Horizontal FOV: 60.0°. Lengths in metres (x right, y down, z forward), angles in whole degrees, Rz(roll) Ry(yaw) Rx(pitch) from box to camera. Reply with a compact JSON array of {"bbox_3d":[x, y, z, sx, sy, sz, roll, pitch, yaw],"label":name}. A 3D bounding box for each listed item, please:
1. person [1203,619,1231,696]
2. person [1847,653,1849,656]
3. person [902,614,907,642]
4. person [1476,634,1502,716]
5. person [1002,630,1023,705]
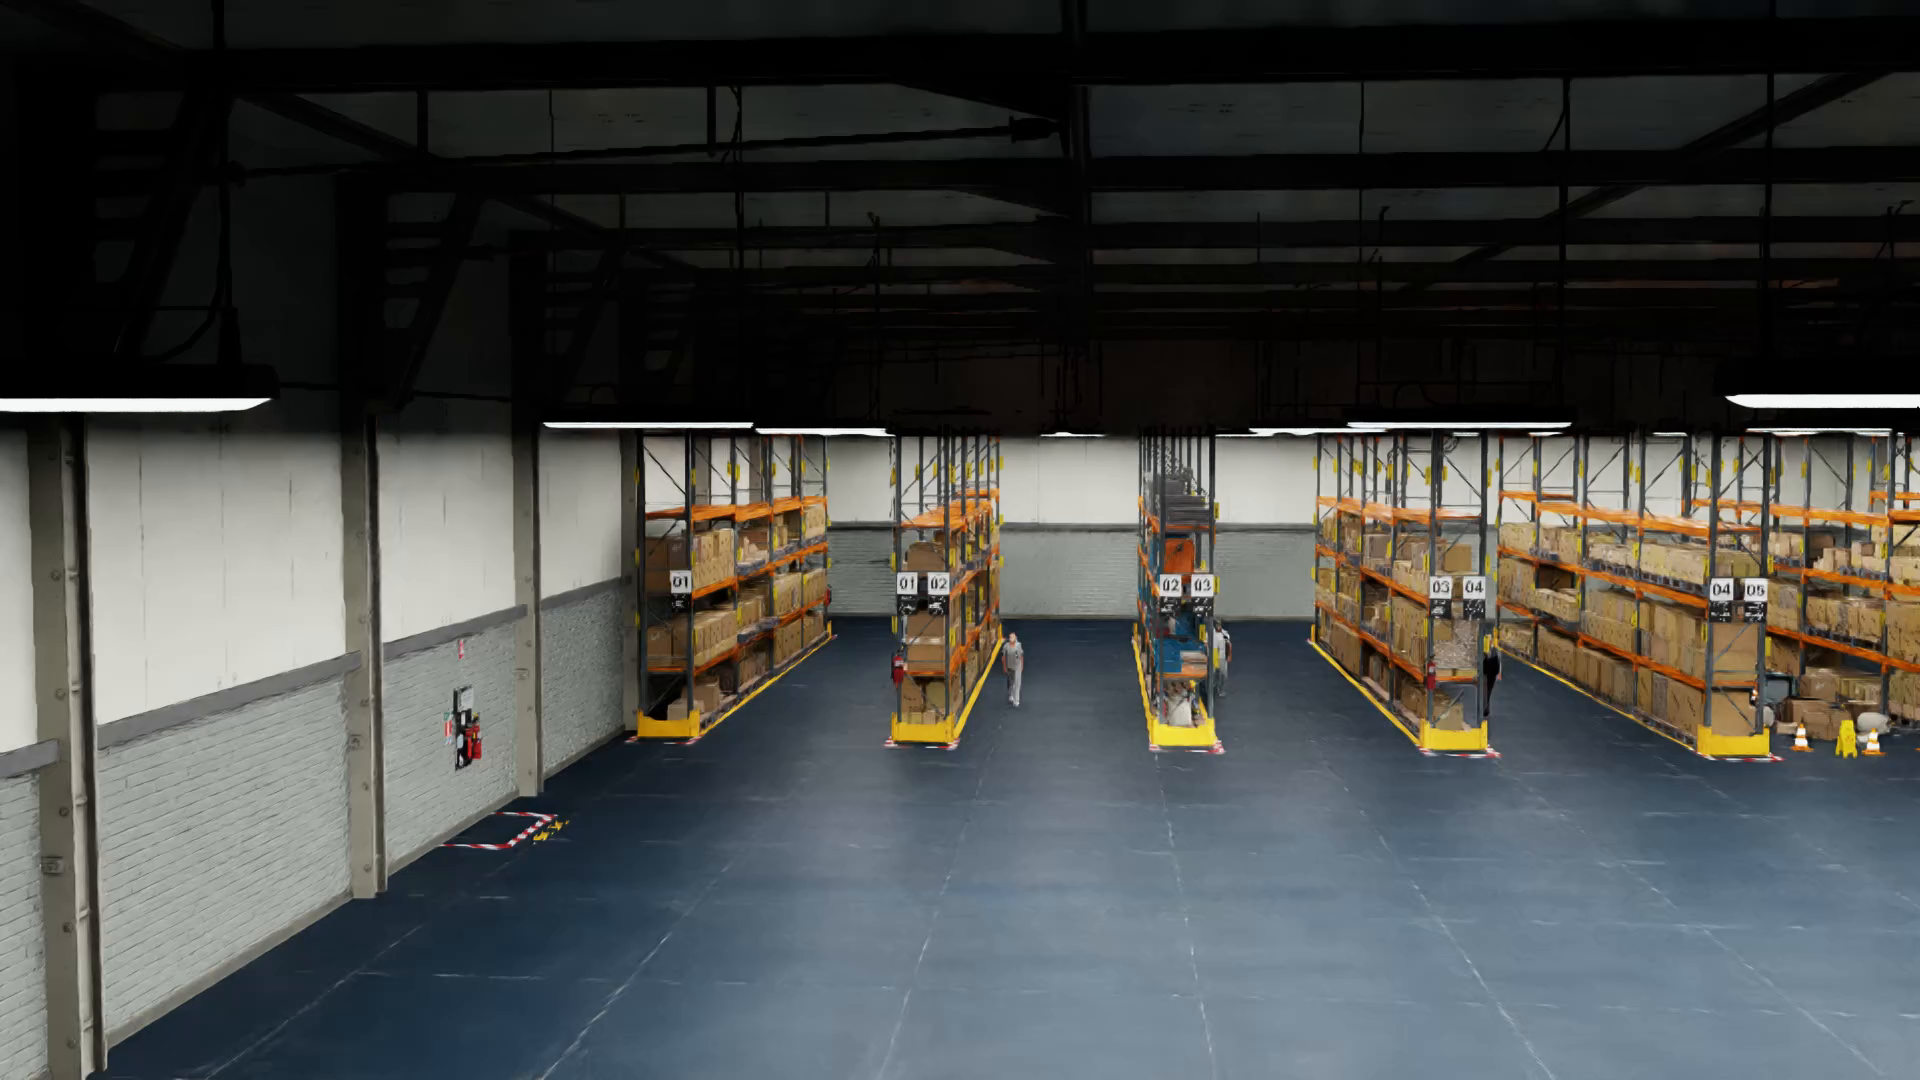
[{"bbox_3d":[5.747,2.591,37.291,0.670,1.729,0.698,0,3,-3],"label":"person"},{"bbox_3d":[23.083,2.288,43.650,0.455,1.546,0.593,1,4,17],"label":"person"},{"bbox_3d":[-1.366,2.017,46.777,0.729,1.733,0.546,0,3,3],"label":"person"},{"bbox_3d":[10.998,2.785,34.627,0.554,1.667,1.081,0,3,3],"label":"person"},{"bbox_3d":[1.125,2.729,35.846,0.446,1.590,1.110,0,3,7],"label":"person"}]
